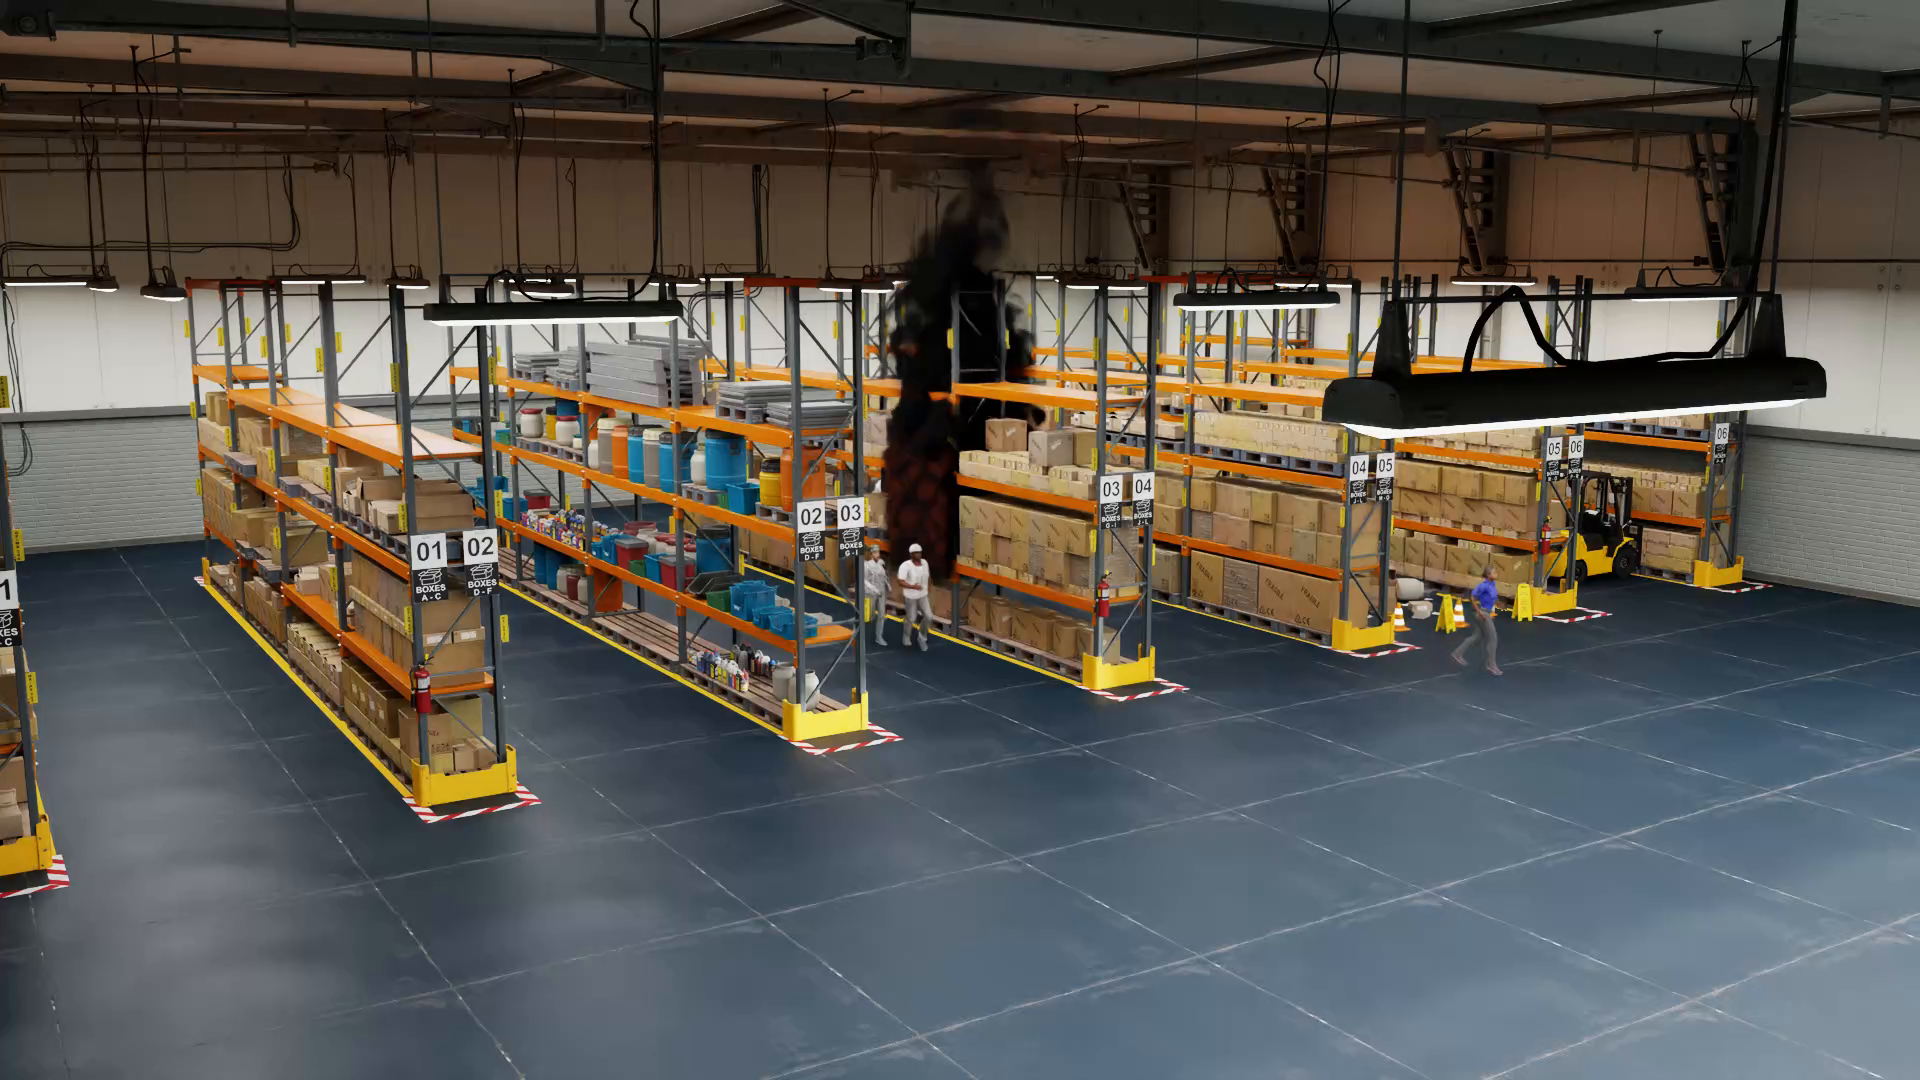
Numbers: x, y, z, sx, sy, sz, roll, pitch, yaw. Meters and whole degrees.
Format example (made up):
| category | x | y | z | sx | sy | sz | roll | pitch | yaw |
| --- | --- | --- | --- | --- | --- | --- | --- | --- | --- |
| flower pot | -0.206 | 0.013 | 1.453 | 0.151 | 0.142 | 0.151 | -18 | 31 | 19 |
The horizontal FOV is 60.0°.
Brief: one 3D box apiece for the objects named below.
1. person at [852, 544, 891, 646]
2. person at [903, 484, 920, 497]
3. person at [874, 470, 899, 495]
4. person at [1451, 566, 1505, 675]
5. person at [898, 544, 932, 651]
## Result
| category | x | y | z | sx | sy | sz | roll | pitch | yaw |
| --- | --- | --- | --- | --- | --- | --- | --- | --- | --- |
| person | -1.449 | 0.885 | 27.800 | 0.624 | 1.695 | 0.781 | -7 | 12 | -38 |
| person | -1.304 | -1.544 | 41.941 | 0.700 | 1.803 | 0.721 | 4 | 10 | 23 |
| person | -1.589 | -0.726 | 37.160 | 0.683 | 1.817 | 0.718 | -5 | 11 | -28 |
| person | 8.063 | 1.218 | 25.795 | 0.815 | 1.693 | 0.576 | 4 | 10 | 22 |
| person | -0.702 | 0.952 | 27.153 | 0.702 | 1.816 | 0.722 | -6 | 11 | -31 |
